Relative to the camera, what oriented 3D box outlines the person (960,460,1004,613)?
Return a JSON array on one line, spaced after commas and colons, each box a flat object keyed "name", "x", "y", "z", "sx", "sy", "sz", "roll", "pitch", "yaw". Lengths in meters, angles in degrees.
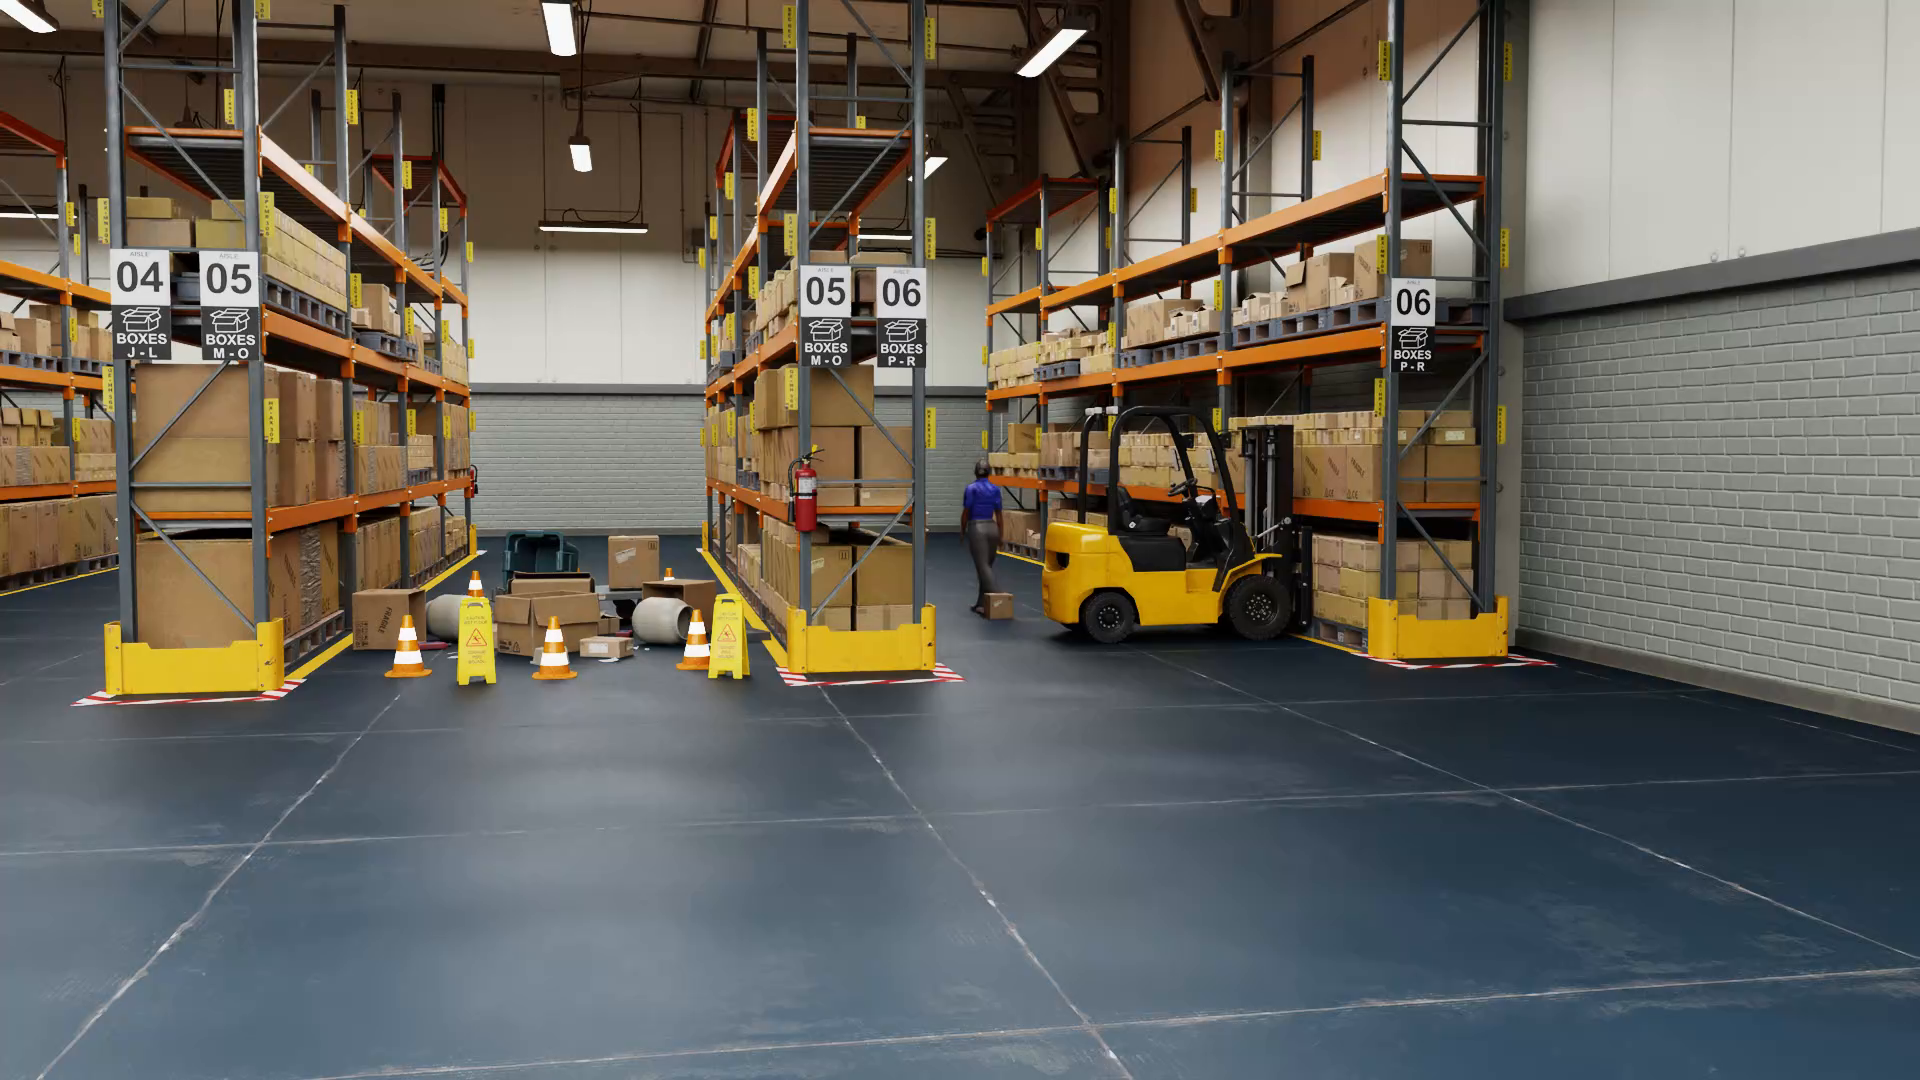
[{"name": "person", "x": 0.263, "y": -0.035, "z": 17.775, "sx": 0.482, "sy": 1.645, "sz": 0.692, "roll": -2, "pitch": 4, "yaw": -35}]
